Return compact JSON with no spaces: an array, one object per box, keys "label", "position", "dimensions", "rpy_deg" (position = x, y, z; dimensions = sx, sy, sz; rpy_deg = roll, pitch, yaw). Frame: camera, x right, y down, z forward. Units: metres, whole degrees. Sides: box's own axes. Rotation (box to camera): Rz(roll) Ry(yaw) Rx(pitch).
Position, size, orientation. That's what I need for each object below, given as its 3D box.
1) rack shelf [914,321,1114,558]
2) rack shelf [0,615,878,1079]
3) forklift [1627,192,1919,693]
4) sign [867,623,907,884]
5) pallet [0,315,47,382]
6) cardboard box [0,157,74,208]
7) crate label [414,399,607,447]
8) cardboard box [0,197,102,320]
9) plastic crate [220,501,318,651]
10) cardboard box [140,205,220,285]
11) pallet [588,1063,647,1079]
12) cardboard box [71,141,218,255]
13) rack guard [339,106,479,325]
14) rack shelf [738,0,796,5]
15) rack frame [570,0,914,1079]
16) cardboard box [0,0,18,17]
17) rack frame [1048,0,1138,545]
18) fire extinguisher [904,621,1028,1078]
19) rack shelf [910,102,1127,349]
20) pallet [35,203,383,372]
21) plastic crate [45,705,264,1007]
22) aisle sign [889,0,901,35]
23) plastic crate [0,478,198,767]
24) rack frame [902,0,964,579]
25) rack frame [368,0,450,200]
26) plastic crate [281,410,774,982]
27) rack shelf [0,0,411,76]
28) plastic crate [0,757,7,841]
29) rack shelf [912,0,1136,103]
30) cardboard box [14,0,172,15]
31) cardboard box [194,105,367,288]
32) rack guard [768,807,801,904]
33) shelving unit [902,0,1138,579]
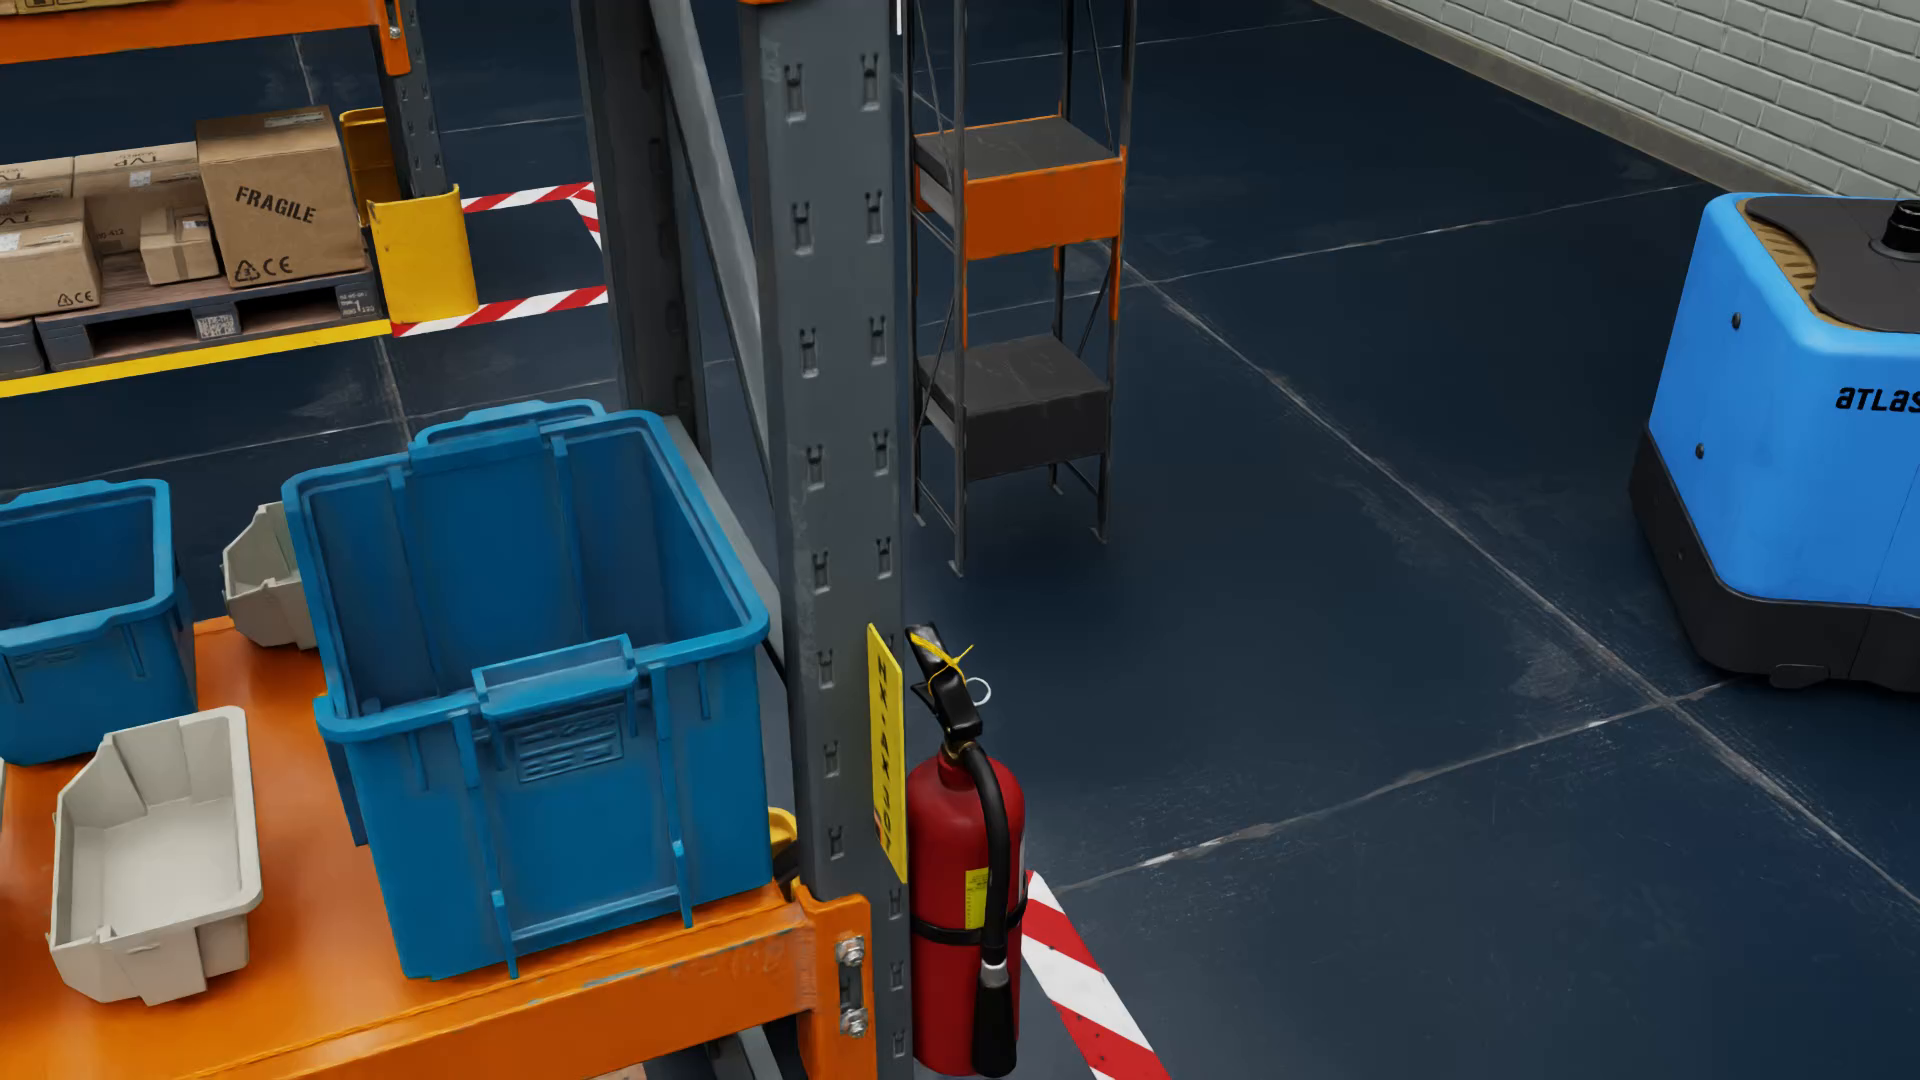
[{"label":"rack shelf","position":[0.153,-0.317,5.120],"dimensions":[0.480,0.518,0.431],"rpy_deg":[-13,35,-19]},{"label":"rack shelf","position":[-2.157,0.774,1.969],"dimensions":[4.000,0.370,1.077],"rpy_deg":[-13,35,-19]},{"label":"forklift","position":[3.606,-0.998,4.097],"dimensions":[3.031,2.935,1.130],"rpy_deg":[4,33,6]},{"label":"sign","position":[-0.085,0.255,1.957],"dimensions":[0.005,0.325,0.100],"rpy_deg":[-13,35,-19]},{"label":"pallet","position":[-4.155,-0.832,6.335],"dimensions":[1.213,0.211,1.003],"rpy_deg":[-13,35,-19]},{"label":"cardboard box","position":[-3.760,-1.290,6.599],"dimensions":[0.500,0.250,0.500],"rpy_deg":[-13,35,-19]},{"label":"crate label","position":[-0.668,-0.018,2.625],"dimensions":[0.303,0.233,0.416],"rpy_deg":[-13,35,-19]},{"label":"cardboard box","position":[-3.521,-1.049,6.229],"dimensions":[0.500,0.250,0.500],"rpy_deg":[-13,35,-19]},{"label":"plastic crate","position":[-0.996,0.049,2.612],"dimensions":[0.298,0.136,0.250],"rpy_deg":[-13,35,-19]},{"label":"cardboard box","position":[-3.042,-1.159,6.475],"dimensions":[0.250,0.166,0.380],"rpy_deg":[-13,35,-19]},{"label":"pallet","position":[-1.089,1.374,2.945],"dimensions":[1.213,0.211,1.003],"rpy_deg":[-13,35,-19]},{"label":"cardboard box","position":[-3.299,-1.395,6.762],"dimensions":[0.500,0.250,0.500],"rpy_deg":[-13,35,-19]},{"label":"rack guard","position":[-2.297,-1.377,6.908],"dimensions":[0.348,0.500,1.175],"rpy_deg":[-13,35,-19]},{"label":"rack shelf","position":[-2.157,-0.483,1.151],"dimensions":[4.000,0.370,1.077],"rpy_deg":[-13,35,-19]},{"label":"rack frame","position":[-0.313,0.051,2.422],"dimensions":[0.127,3.000,1.000],"rpy_deg":[-13,35,-19]},{"label":"cardboard box","position":[-3.474,-2.038,5.540],"dimensions":[0.500,0.500,0.500],"rpy_deg":[-13,35,-19]},{"label":"rack frame","position":[0.378,-0.967,4.810],"dimensions":[0.015,2.100,0.400],"rpy_deg":[-13,35,-19]},{"label":"fire extinguisher","position":[0.002,0.436,2.242],"dimensions":[0.183,0.674,0.296],"rpy_deg":[-13,35,-19]},{"label":"rack shelf","position":[0.153,-0.904,4.738],"dimensions":[0.480,0.518,0.431],"rpy_deg":[-13,35,-19]},{"label":"pallet","position":[-3.032,-1.087,6.728],"dimensions":[1.213,0.211,1.003],"rpy_deg":[-13,35,-19]},{"label":"plastic crate","position":[-0.995,0.399,2.073],"dimensions":[0.243,0.136,0.396],"rpy_deg":[-13,35,-19]},{"label":"aisle sign","position":[-0.133,-0.907,1.510],"dimensions":[0.004,0.787,0.394],"rpy_deg":[-13,35,-19]},{"label":"plastic crate","position":[-1.275,0.121,2.412],"dimensions":[0.300,0.233,0.416],"rpy_deg":[-13,35,-19]},{"label":"rack frame","position":[-0.072,-0.864,4.652],"dimensions":[0.015,2.100,0.400],"rpy_deg":[-13,35,-19]},{"label":"rack frame","position":[-2.227,-2.441,6.251],"dimensions":[0.127,3.000,1.000],"rpy_deg":[-13,35,-19]},{"label":"plastic crate","position":[-0.550,0.175,2.143],"dimensions":[0.499,0.435,0.616],"rpy_deg":[-13,35,-19]},{"label":"rack shelf","position":[-4.071,-1.717,5.798],"dimensions":[4.000,0.370,1.077],"rpy_deg":[-13,35,-19]},{"label":"plastic crate","position":[-1.268,0.453,1.990],"dimensions":[0.243,0.136,0.396],"rpy_deg":[-13,35,-19]},{"label":"rack shelf","position":[0.153,-1.490,4.357],"dimensions":[0.480,0.518,0.431],"rpy_deg":[-13,35,-19]},{"label":"cardboard box","position":[-3.012,-2.140,5.697],"dimensions":[0.500,0.500,0.500],"rpy_deg":[-13,35,-19]},{"label":"cardboard box","position":[-2.633,-1.339,6.446],"dimensions":[0.500,0.500,0.500],"rpy_deg":[-13,35,-19]},{"label":"rack guard","position":[-0.296,1.087,3.121],"dimensions":[0.348,0.500,1.175],"rpy_deg":[-13,35,-19]},{"label":"shelving unit","position":[0.153,-0.915,4.731],"dimensions":[0.503,2.100,0.431],"rpy_deg":[-13,35,-19]}]
